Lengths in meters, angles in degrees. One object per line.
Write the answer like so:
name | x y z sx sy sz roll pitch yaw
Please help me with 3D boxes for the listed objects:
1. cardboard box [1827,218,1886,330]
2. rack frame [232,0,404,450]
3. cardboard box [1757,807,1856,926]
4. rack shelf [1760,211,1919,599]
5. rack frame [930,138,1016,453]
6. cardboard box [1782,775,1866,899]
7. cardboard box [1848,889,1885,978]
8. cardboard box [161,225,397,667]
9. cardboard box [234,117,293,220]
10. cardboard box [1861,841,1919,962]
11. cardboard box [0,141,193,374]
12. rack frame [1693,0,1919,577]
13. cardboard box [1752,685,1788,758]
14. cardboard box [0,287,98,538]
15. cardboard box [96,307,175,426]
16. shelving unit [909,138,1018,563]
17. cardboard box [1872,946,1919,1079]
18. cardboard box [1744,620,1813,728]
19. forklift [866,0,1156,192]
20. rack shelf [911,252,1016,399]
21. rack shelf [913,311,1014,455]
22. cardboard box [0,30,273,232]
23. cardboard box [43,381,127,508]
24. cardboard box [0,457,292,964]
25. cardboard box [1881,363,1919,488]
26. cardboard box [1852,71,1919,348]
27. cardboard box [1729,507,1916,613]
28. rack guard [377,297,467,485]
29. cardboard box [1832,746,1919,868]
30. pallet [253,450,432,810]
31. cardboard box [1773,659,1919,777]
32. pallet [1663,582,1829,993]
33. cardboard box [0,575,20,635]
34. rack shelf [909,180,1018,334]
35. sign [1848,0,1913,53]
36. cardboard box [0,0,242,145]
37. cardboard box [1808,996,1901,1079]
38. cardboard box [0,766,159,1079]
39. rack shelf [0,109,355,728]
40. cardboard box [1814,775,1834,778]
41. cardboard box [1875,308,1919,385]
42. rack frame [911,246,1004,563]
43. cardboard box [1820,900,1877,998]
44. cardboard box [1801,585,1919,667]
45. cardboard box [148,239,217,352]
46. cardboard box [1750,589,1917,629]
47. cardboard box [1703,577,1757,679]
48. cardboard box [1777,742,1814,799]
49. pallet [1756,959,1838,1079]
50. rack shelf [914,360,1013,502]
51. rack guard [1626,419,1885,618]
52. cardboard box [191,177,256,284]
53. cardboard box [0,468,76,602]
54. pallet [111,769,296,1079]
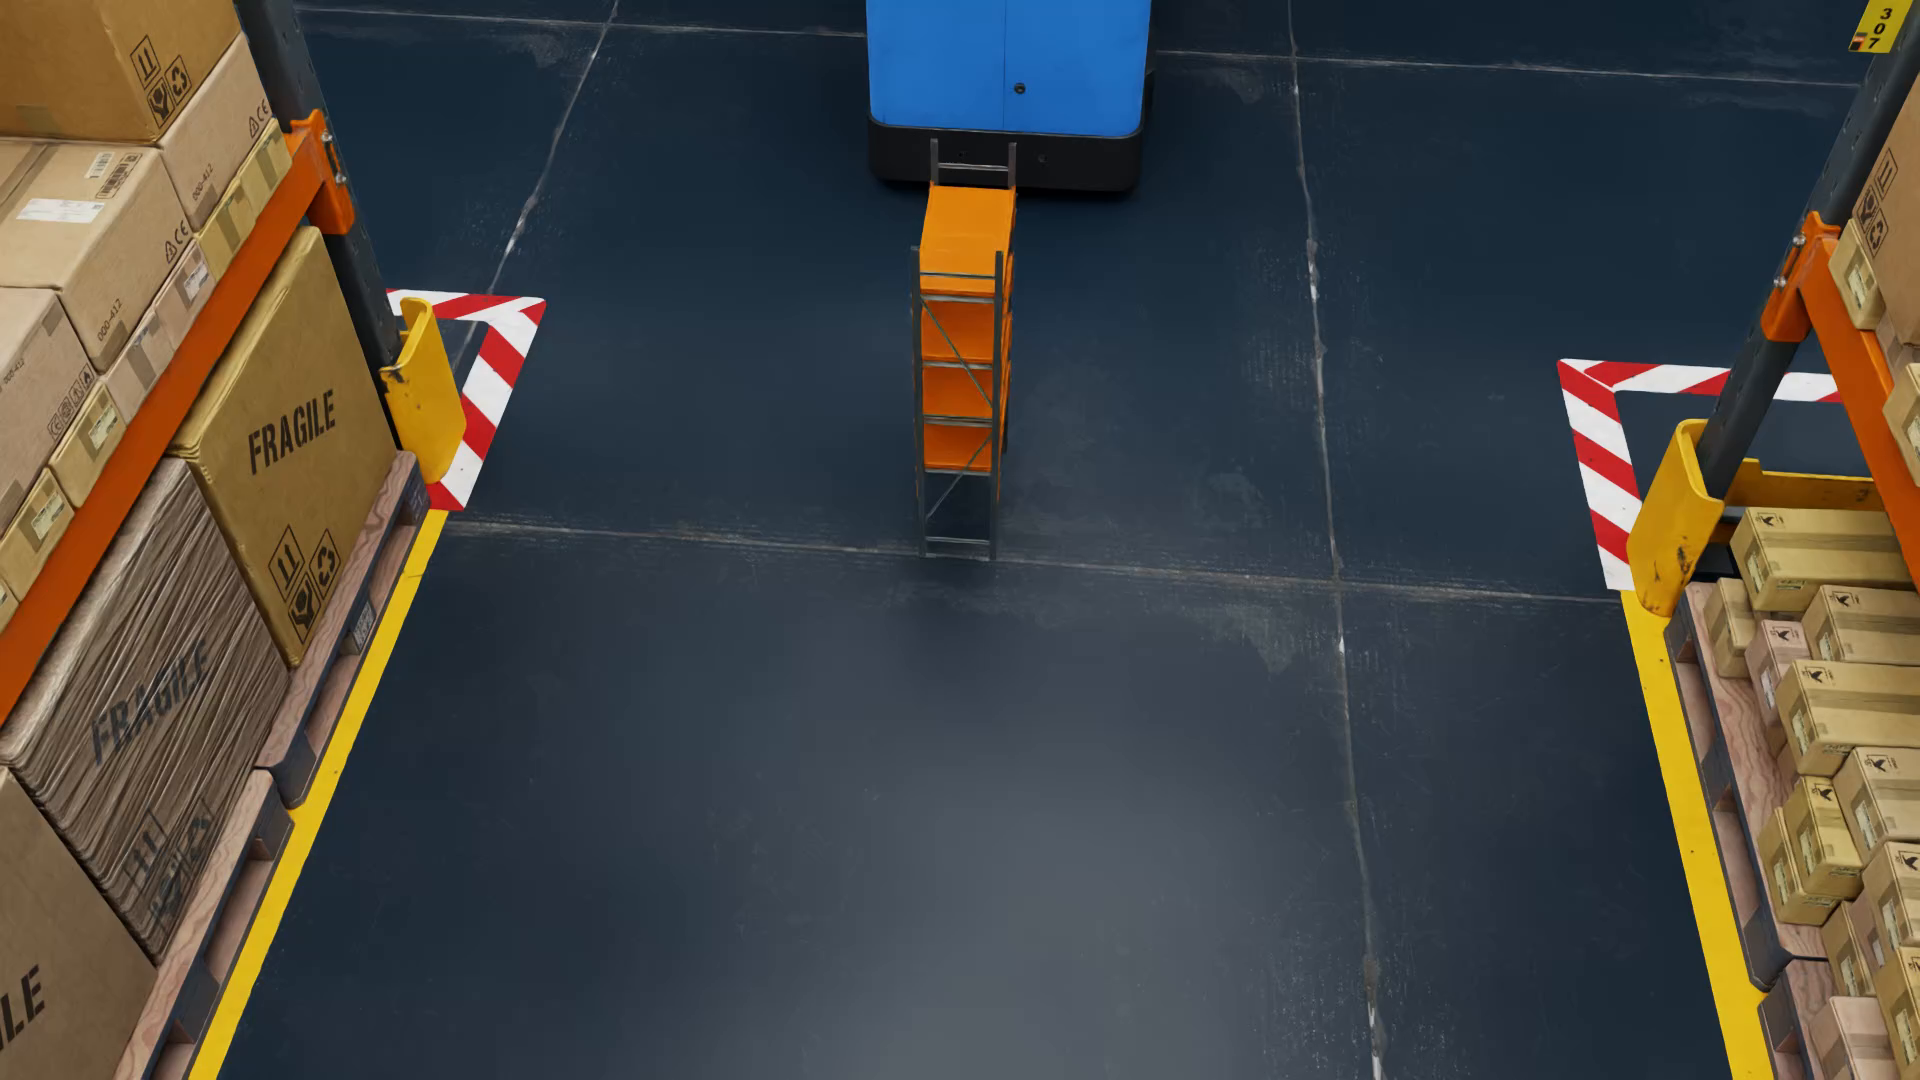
cardboard box | 2.318 -0.626 3.960 0.380 0.149 0.250 4 48 3
rack frame | -2.257 -1.334 4.438 1.000 3.000 0.127 4 48 4
cardboard box | 2.216 0.819 4.116 0.380 0.149 0.250 4 48 4
rack shelf | 2.491 0.786 2.986 1.077 0.370 4.000 4 48 4
rack frame | 0.037 -0.706 5.083 0.240 1.200 0.015 4 48 4
cardboard box | 2.223 0.726 3.999 0.380 0.149 0.250 5 48 5
cardboard box | 2.294 0.927 3.815 0.380 0.149 0.250 2 48 2
cardboard box | -2.235 -0.283 4.632 0.875 0.875 0.875 4 48 4
cardboard box | -1.961 -0.966 4.271 0.380 0.149 0.250 5 48 4
cardboard box | 2.257 0.833 3.699 0.380 0.149 0.250 6 48 5
cardboard box | -2.083 -0.637 3.700 0.500 0.250 0.500 3 48 3
rack frame | 2.673 -0.926 4.065 1.000 3.000 0.127 4 48 4
cardboard box | 2.365 0.455 4.448 0.380 0.149 0.250 4 48 3
cardboard box | -2.129 -0.263 3.358 0.500 0.250 0.500 2 48 2
cardboard box | -2.031 -0.406 3.759 0.380 0.149 0.250 5 48 4
shelving unit | 0.015 -0.527 4.919 0.258 1.200 0.503 4 48 4
cardboard box | 2.187 1.024 3.525 0.380 0.149 0.250 5 48 4
cardboard box | 2.289 0.359 4.335 0.380 0.149 0.250 4 48 3
forklift | 0.296 -3.415 6.388 1.130 2.935 3.031 4 48 3
rack shelf | 0.015 -0.632 4.803 0.258 0.148 0.480 4 48 4
rack shelf | 0.015 -0.481 4.968 0.258 0.148 0.480 4 48 4
cardboard box | -2.036 -1.010 4.041 0.500 0.250 0.500 3 48 3
cardboard box | -2.053 -0.215 3.584 0.380 0.149 0.250 3 48 3
cardboard box | -2.318 0.385 4.020 0.875 0.875 0.875 4 48 4
cardboard box | 2.258 -0.242 3.609 0.380 0.149 0.250 3 48 2
cardboard box | 2.357 -0.749 3.633 0.500 0.500 0.500 6 48 5
cardboard box | 2.287 0.055 4.411 0.380 0.149 0.250 2 48 2
rack guard | -2.254 -0.508 5.376 1.175 0.500 0.348 4 48 4
cardboard box | 2.291 0.630 3.885 0.380 0.149 0.250 2 48 2
pallet | -2.252 0.200 4.924 1.003 0.211 1.213 4 48 4
cardboard box | 2.232 0.443 4.057 0.380 0.149 0.250 4 48 3
pallet | 2.557 0.665 4.499 1.003 0.211 1.213 4 48 4
cardboard box | -2.101 0.158 3.243 0.380 0.149 0.250 5 48 4
rack shelf | 0.015 -0.792 4.629 0.258 0.148 0.480 4 48 4
sign | 2.133 -1.255 3.778 0.100 0.325 0.005 4 48 4
cardboard box | -2.039 -1.261 3.763 0.500 0.500 0.500 4 48 4
cardboard box | 2.179 1.190 3.776 0.380 0.149 0.250 2 48 2
cardboard box | -2.399 1.039 3.422 0.875 0.875 0.875 4 48 4
rack shelf | -2.439 0.378 3.359 1.077 0.370 4.000 4 48 4
cardboard box | 2.355 0.545 4.165 0.380 0.149 0.250 4 48 4
cardboard box | 2.336 -0.436 3.786 0.380 0.149 0.250 5 48 5
rack frame | -0.007 -0.347 4.755 0.240 1.200 0.015 4 48 4
cardboard box | 2.288 1.013 3.939 0.380 0.149 0.250 4 48 4
cardboard box | 2.382 0.266 4.218 0.380 0.149 0.250 5 48 4
cardboard box | -2.007 -0.589 3.926 0.380 0.149 0.250 4 48 4
cardboard box | 2.370 0.161 4.516 0.380 0.149 0.250 6 48 5
cardboard box | 2.307 0.257 4.629 0.380 0.149 0.250 5 48 4
cardboard box | 2.349 0.638 4.281 0.380 0.149 0.250 4 48 4
pallet | 2.444 1.559 3.681 1.003 0.211 1.213 4 48 4
rack shelf | 0.015 -0.347 5.115 0.258 0.148 0.480 4 48 4
rack guard | 2.667 -0.027 4.936 1.175 0.500 0.348 4 48 4
cardboard box | -1.983 -0.775 4.096 0.380 0.149 0.250 4 48 4
cardboard box | -2.076 -0.024 3.410 0.380 0.149 0.250 4 48 4
pallet | -2.365 1.094 4.107 1.003 0.211 1.213 4 48 4
